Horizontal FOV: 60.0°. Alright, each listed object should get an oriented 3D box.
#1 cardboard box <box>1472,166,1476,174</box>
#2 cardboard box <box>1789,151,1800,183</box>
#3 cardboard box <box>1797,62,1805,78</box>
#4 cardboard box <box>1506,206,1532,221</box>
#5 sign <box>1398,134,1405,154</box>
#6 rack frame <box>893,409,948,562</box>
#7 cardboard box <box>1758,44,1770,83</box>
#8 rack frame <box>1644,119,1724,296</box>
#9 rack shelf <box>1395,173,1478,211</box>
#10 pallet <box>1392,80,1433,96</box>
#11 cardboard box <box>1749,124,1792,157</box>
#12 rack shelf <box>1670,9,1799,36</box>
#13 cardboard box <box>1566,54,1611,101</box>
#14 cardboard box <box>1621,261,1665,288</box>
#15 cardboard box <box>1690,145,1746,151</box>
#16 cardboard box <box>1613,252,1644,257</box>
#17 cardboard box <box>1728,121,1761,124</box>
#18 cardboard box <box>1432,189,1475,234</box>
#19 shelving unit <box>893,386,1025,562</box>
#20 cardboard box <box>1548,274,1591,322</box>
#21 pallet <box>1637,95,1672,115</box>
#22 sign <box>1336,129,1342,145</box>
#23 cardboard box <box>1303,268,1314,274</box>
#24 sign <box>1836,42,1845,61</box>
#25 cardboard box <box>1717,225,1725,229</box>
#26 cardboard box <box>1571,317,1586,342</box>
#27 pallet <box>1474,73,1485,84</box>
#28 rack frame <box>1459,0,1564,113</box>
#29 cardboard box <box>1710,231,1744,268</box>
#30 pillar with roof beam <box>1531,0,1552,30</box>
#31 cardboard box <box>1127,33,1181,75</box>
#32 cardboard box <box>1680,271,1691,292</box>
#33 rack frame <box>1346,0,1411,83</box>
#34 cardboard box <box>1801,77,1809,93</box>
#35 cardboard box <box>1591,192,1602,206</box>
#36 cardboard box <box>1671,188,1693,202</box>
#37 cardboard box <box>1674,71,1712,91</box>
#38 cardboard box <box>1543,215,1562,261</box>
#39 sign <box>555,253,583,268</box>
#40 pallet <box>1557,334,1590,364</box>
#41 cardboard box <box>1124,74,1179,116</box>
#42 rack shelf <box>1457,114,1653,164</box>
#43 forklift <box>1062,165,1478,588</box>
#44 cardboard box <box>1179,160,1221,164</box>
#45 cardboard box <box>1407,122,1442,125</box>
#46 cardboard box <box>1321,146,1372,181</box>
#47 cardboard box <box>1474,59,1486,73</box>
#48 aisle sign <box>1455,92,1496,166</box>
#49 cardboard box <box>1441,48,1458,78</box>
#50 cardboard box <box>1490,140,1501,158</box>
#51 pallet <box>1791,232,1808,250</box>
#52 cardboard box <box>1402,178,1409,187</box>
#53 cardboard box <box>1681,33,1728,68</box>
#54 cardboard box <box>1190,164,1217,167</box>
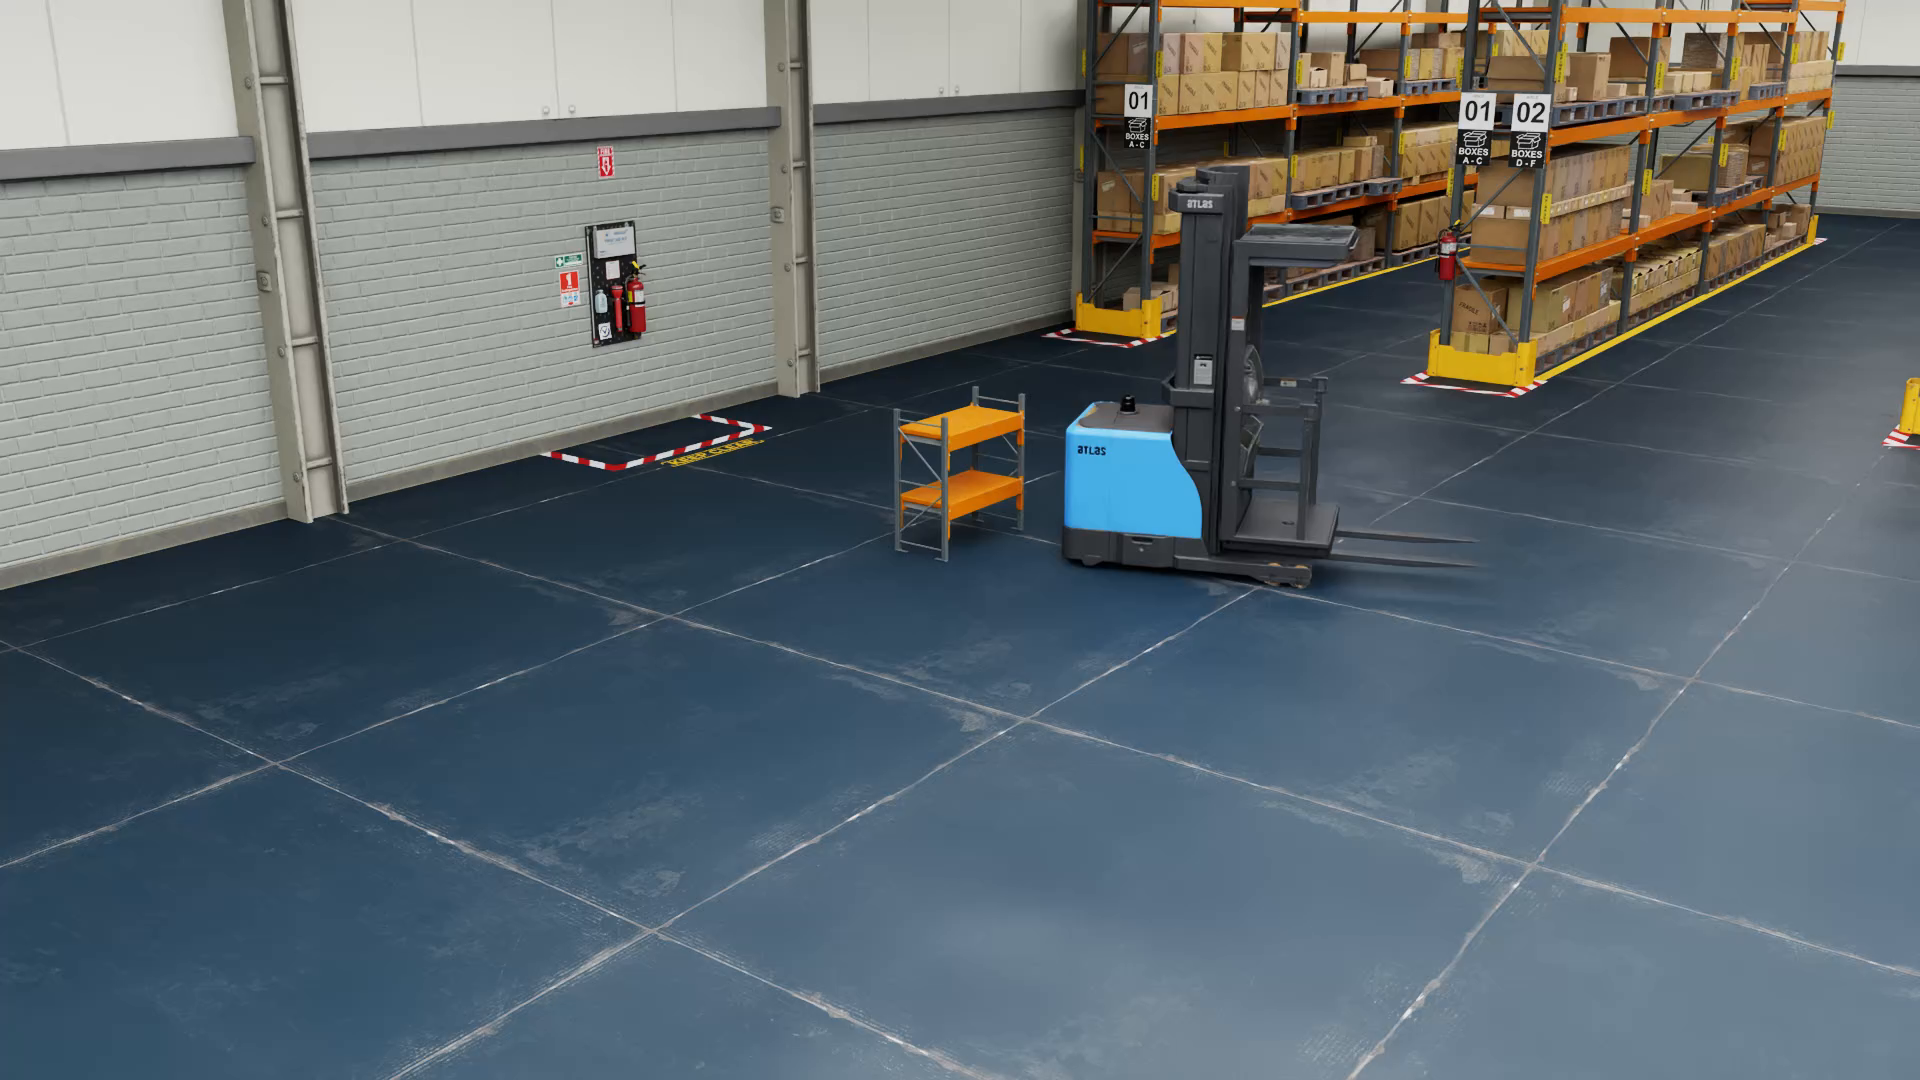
[{"bbox_3d":[9.228,-6.800,30.472,0.380,0.149,0.250,13,21,35],"label":"cardboard box"},{"bbox_3d":[14.307,-6.528,29.040,0.500,0.500,0.500,12,21,34],"label":"cardboard box"},{"bbox_3d":[13.968,-7.957,28.161,0.500,0.250,0.500,12,21,35],"label":"cardboard box"},{"bbox_3d":[6.439,-3.721,18.905,0.380,0.149,0.250,12,21,34],"label":"cardboard box"},{"bbox_3d":[7.260,-6.509,27.328,0.100,0.325,0.005,12,21,35],"label":"sign"},{"bbox_3d":[-0.299,-0.418,12.692,0.500,1.125,0.032,12,21,35],"label":"rack frame"},{"bbox_3d":[12.823,-7.788,27.160,0.600,0.600,0.600,10,20,30],"label":"cardboard box"},{"bbox_3d":[10.799,-5.213,24.974,1.000,3.000,0.127,12,21,35],"label":"rack frame"},{"bbox_3d":[8.010,-6.221,29.430,1.077,0.370,4.000,12,21,35],"label":"rack shelf"},{"bbox_3d":[7.159,-7.593,27.897,1.213,0.211,1.003,14,22,37],"label":"pallet"},{"bbox_3d":[13.689,-6.754,28.080,0.500,0.500,0.500,13,22,36],"label":"cardboard box"},{"bbox_3d":[11.991,-8.020,25.784,1.077,0.370,4.000,12,21,35],"label":"rack shelf"},{"bbox_3d":[7.241,-5.403,19.413,0.500,0.500,0.500,12,21,35],"label":"cardboard box"},{"bbox_3d":[9.472,-3.712,23.122,0.500,0.311,0.500,12,21,33],"label":"cardboard box"},{"bbox_3d":[12.362,-6.166,27.165,0.500,0.500,0.700,-16,23,-42],"label":"cardboard box"},{"bbox_3d":[9.639,-4.048,24.204,0.500,0.311,0.500,12,21,33],"label":"cardboard box"},{"bbox_3d":[13.579,-6.980,28.808,0.500,0.500,0.500,12,21,34],"label":"cardboard box"},{"bbox_3d":[8.919,-6.037,30.542,0.750,0.750,0.750,13,21,35],"label":"cardboard box"},{"bbox_3d":[0.004,-0.539,13.082,0.538,1.125,1.048,12,21,35],"label":"shelving unit"},{"bbox_3d":[7.426,-2.999,20.506,0.500,0.500,0.500,12,21,35],"label":"cardboard box"},{"bbox_3d":[8.931,-5.814,22.173,0.805,0.209,1.217,11,21,33],"label":"pallet"},{"bbox_3d":[6.371,-6.738,27.931,0.100,0.325,0.005,12,21,35],"label":"sign"},{"bbox_3d":[5.128,-4.462,26.026,0.700,0.500,0.500,12,21,34],"label":"cardboard box"},{"bbox_3d":[15.999,-8.871,30.202,0.100,0.325,0.005,12,21,35],"label":"sign"},{"bbox_3d":[12.390,-4.981,27.699,0.500,0.500,0.500,13,21,35],"label":"cardboard box"},{"bbox_3d":[7.426,-2.641,20.618,0.500,0.250,0.500,12,21,35],"label":"cardboard box"},{"bbox_3d":[9.698,-8.624,31.047,1.003,0.211,1.213,12,21,35],"label":"pallet"},{"bbox_3d":[6.032,-6.173,17.948,1.000,3.000,0.127,12,21,35],"label":"rack frame"},{"bbox_3d":[12.217,-4.657,26.656,0.500,0.500,0.500,12,21,33],"label":"cardboard box"},{"bbox_3d":[15.957,-10.893,33.149,9.100,9.000,0.400,12,21,35],"label":"pillar with roof beam"},{"bbox_3d":[2.476,-6.199,21.200,0.500,0.500,0.500,11,20,31],"label":"cardboard box"},{"bbox_3d":[10.377,-3.809,24.380,0.500,0.250,0.500,12,21,34],"label":"cardboard box"},{"bbox_3d":[6.818,-8.953,26.900,1.000,3.000,0.127,12,21,35],"label":"rack frame"},{"bbox_3d":[14.271,-7.836,28.615,0.500,0.250,0.500,12,21,35],"label":"cardboard box"},{"bbox_3d":[7.668,-4.213,20.491,0.380,0.149,0.250,13,22,36],"label":"cardboard box"},{"bbox_3d":[10.547,-5.092,24.733,0.500,0.311,0.500,14,22,38],"label":"cardboard box"},{"bbox_3d":[10.574,-6.657,24.109,0.500,0.250,0.500,11,20,31],"label":"cardboard box"},{"bbox_3d":[6.630,-3.590,19.579,0.700,0.500,0.500,13,22,36],"label":"cardboard box"},{"bbox_3d":[-3.706,-2.647,15.757,0.001,0.109,0.331,12,21,35],"label":"sign"},{"bbox_3d":[7.182,-2.455,20.794,1.003,0.211,1.213,12,21,35],"label":"pallet"},{"bbox_3d":[2.452,-5.708,21.305,0.500,0.500,0.500,13,22,36],"label":"cardboard box"},{"bbox_3d":[7.224,-4.873,20.034,1.077,0.370,4.000,12,21,35],"label":"rack shelf"},{"bbox_3d":[2.348,-1.223,12.241,3.031,2.935,1.130,5,18,15],"label":"forklift"},{"bbox_3d":[3.375,-5.116,23.615,0.500,0.500,0.500,13,22,36],"label":"cardboard box"},{"bbox_3d":[8.412,-7.409,30.075,0.500,0.250,0.500,13,21,35],"label":"cardboard box"},{"bbox_3d":[6.235,-6.094,26.899,0.700,0.500,0.500,10,20,30],"label":"cardboard box"},{"bbox_3d":[9.825,-8.768,30.738,0.500,0.250,0.500,12,21,35],"label":"cardboard box"},{"bbox_3d":[5.757,-4.586,18.569,0.394,0.787,0.004,12,21,35],"label":"aisle sign"},{"bbox_3d":[8.310,-8.397,29.256,0.700,0.500,0.500,12,21,34],"label":"cardboard box"},{"bbox_3d":[9.538,-7.310,31.220,0.980,0.700,0.700,13,21,36],"label":"cardboard box"},{"bbox_3d":[15.046,-5.579,30.853,1.003,0.211,1.213,12,21,35],"label":"pallet"},{"bbox_3d":[7.358,-6.073,28.133,0.380,0.149,0.250,13,21,35],"label":"cardboard box"},{"bbox_3d":[11.064,-7.274,24.697,0.500,0.500,0.500,12,21,35],"label":"cardboard box"},{"bbox_3d":[3.491,-4.902,22.926,0.500,0.500,0.500,13,22,36],"label":"cardboard box"}]
